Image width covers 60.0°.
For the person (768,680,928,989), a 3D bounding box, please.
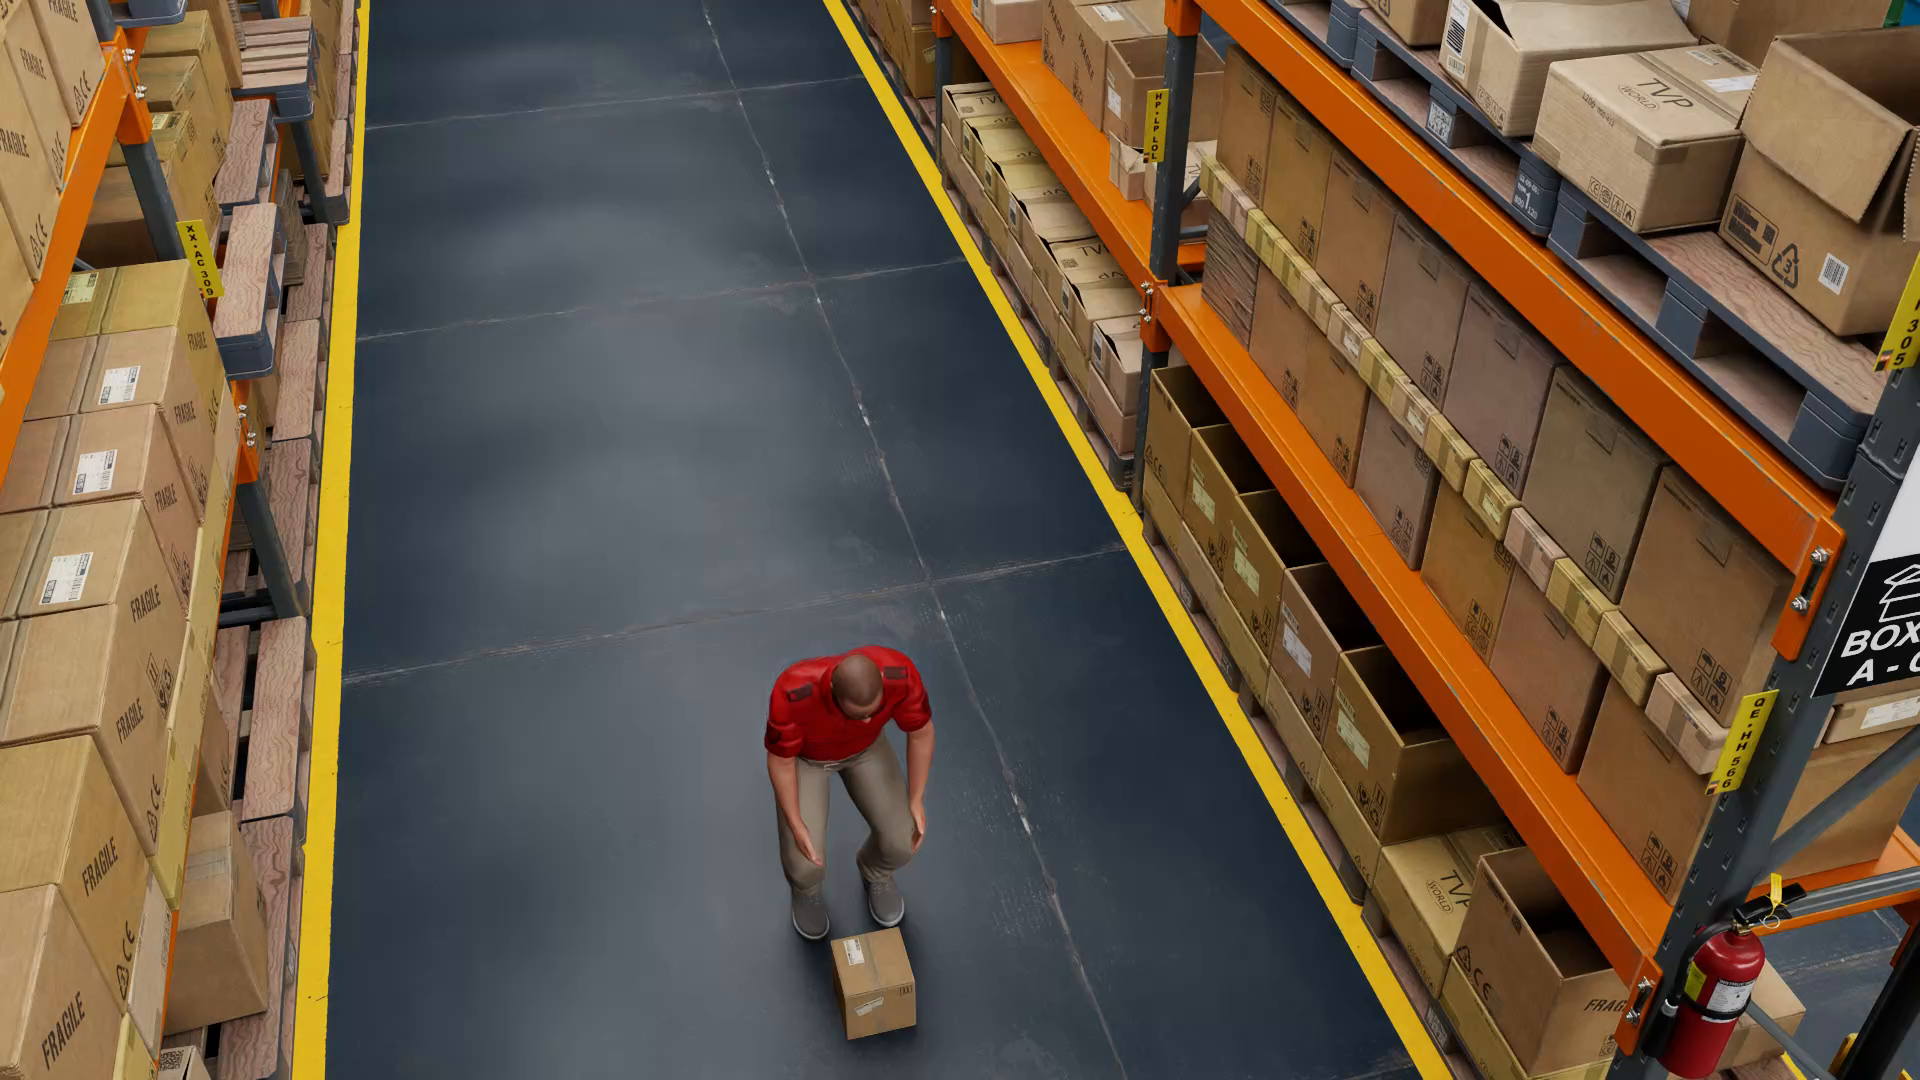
[{"bbox_3d":[-0.379,1.101,5.890,0.516,1.026,0.963,-11,39,-14],"label":"person"}]
